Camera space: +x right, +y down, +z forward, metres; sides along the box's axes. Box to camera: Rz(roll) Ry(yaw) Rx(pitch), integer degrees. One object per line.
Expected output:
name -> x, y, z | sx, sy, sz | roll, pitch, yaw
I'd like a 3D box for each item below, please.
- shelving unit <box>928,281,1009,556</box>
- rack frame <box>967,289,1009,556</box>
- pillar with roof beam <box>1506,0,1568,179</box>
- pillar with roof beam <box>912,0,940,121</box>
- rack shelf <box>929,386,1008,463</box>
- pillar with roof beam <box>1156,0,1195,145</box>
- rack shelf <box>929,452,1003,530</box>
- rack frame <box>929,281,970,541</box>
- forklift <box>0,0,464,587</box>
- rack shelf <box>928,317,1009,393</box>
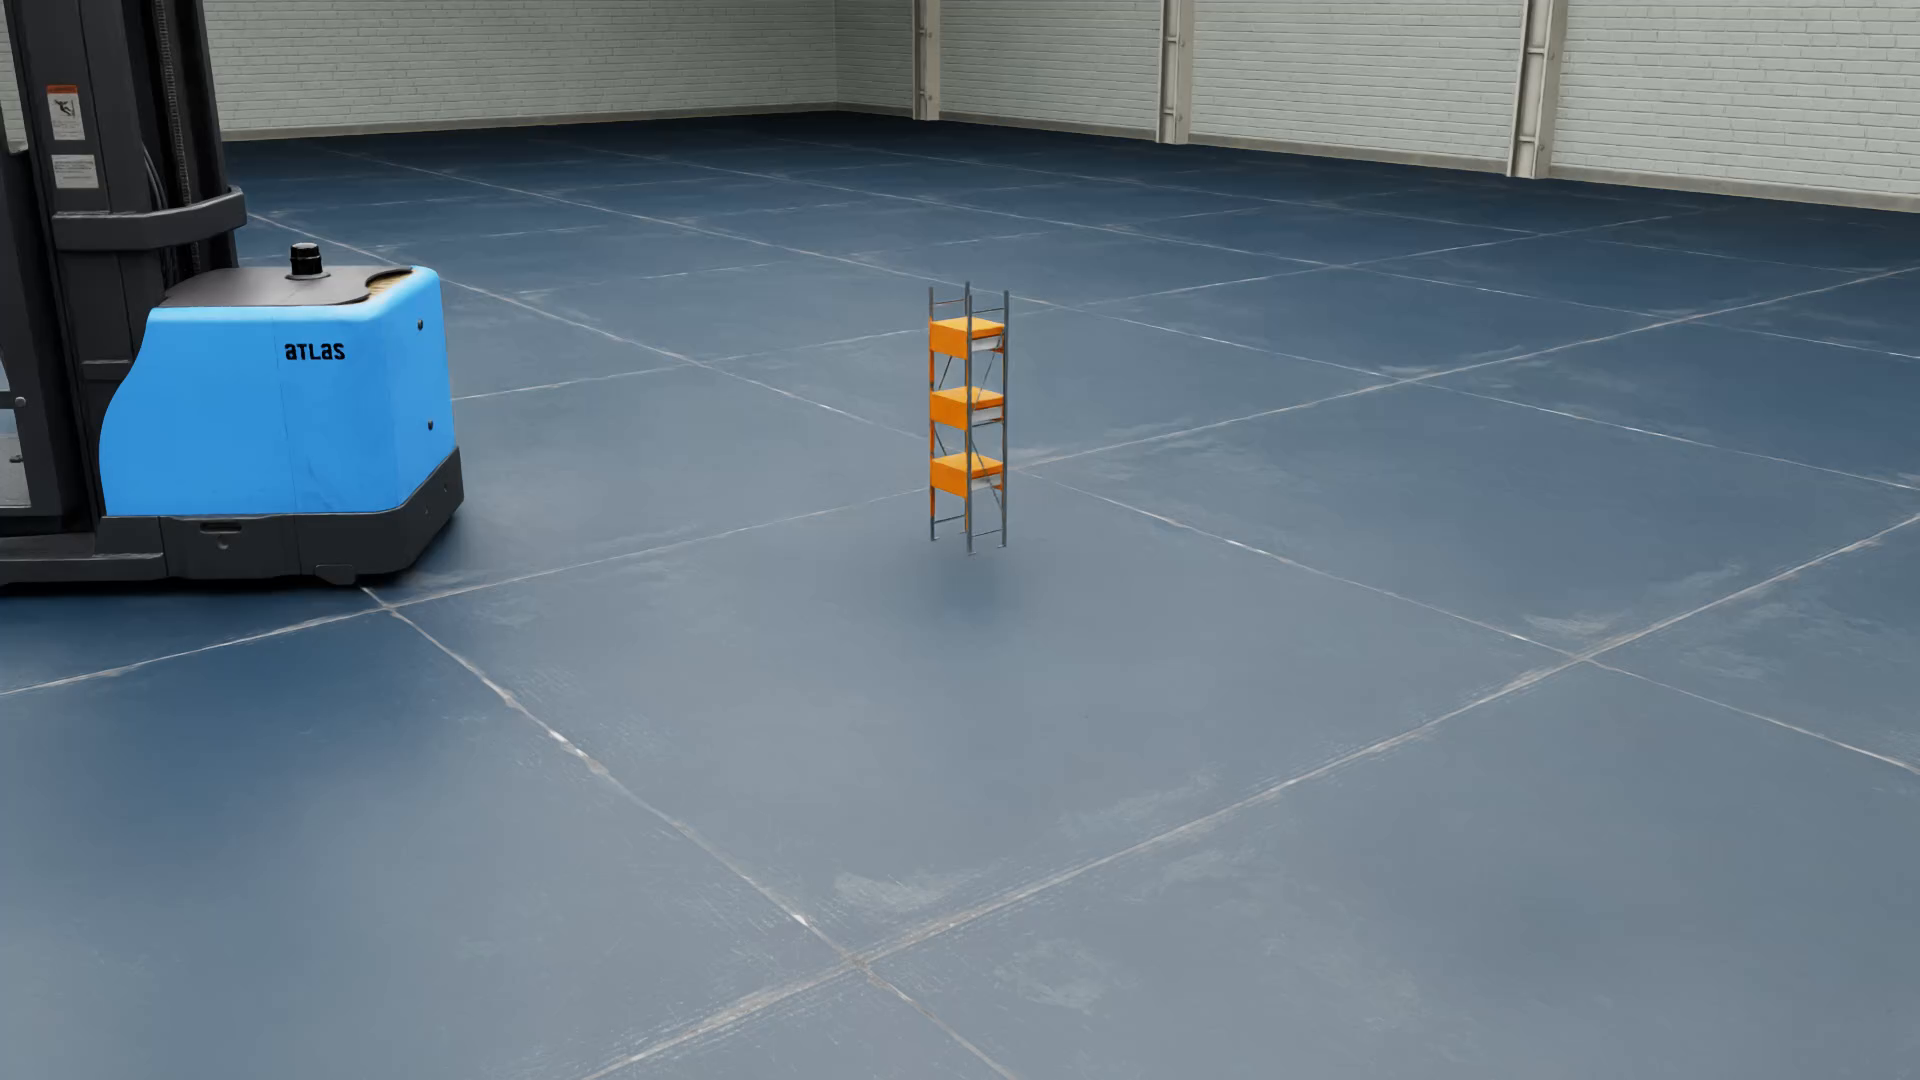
shelving unit -> 0.033, -0.485, 6.658 | 0.215, 1.050, 0.252 | -14, 23, -36
rack frame -> 0.109, -0.455, 6.567 | 0.200, 1.050, 0.008 | -14, 23, -36
pillar with roof beam -> 3.491, -7.820, 16.162 | 9.100, 9.000, 0.400 | -14, 23, -36
pillar with roof beam -> -3.960, -10.777, 25.092 | 9.100, 9.000, 0.400 | -14, 23, -36
rack shelf -> 0.033, -0.475, 6.661 | 0.215, 0.259, 0.240 | -14, 23, -36
pillar with roof beam -> -0.234, -9.298, 20.627 | 9.100, 9.000, 0.400 | -14, 23, -36
rack shelf -> 0.033, -0.211, 6.748 | 0.215, 0.259, 0.240 | -14, 23, -36
rack frame -> -0.043, -0.515, 6.748 | 0.200, 1.050, 0.008 | -14, 23, -36
forklift -> -3.627, -1.339, 6.245 | 3.031, 2.935, 1.130 | -1, 18, -2
rack shelf -> 0.033, -0.745, 6.572 | 0.215, 0.259, 0.240 | -14, 23, -36
